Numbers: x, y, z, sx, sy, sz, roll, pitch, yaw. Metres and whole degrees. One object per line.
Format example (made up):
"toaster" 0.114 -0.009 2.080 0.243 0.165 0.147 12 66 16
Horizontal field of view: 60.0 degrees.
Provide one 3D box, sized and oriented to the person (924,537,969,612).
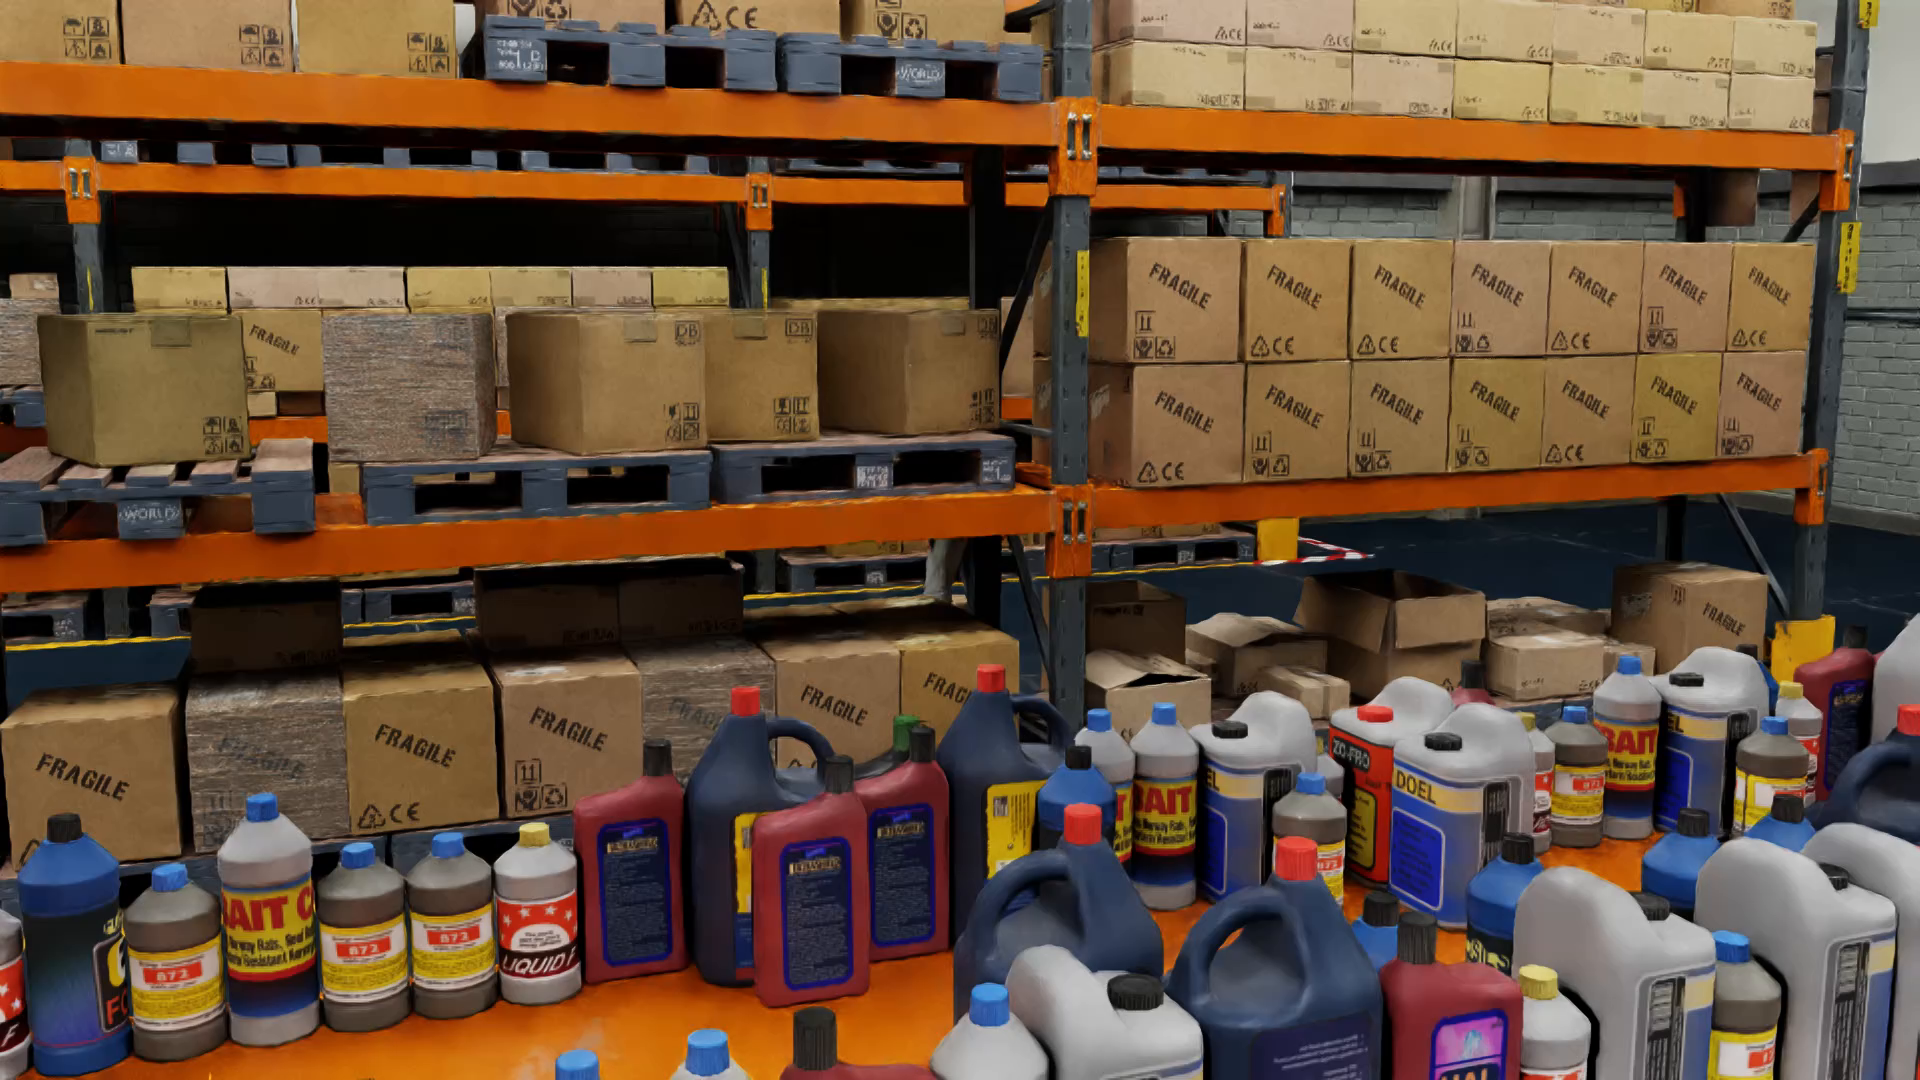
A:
"person" -0.022 -0.078 8.791 0.478 1.669 0.354 -5 10 -27
